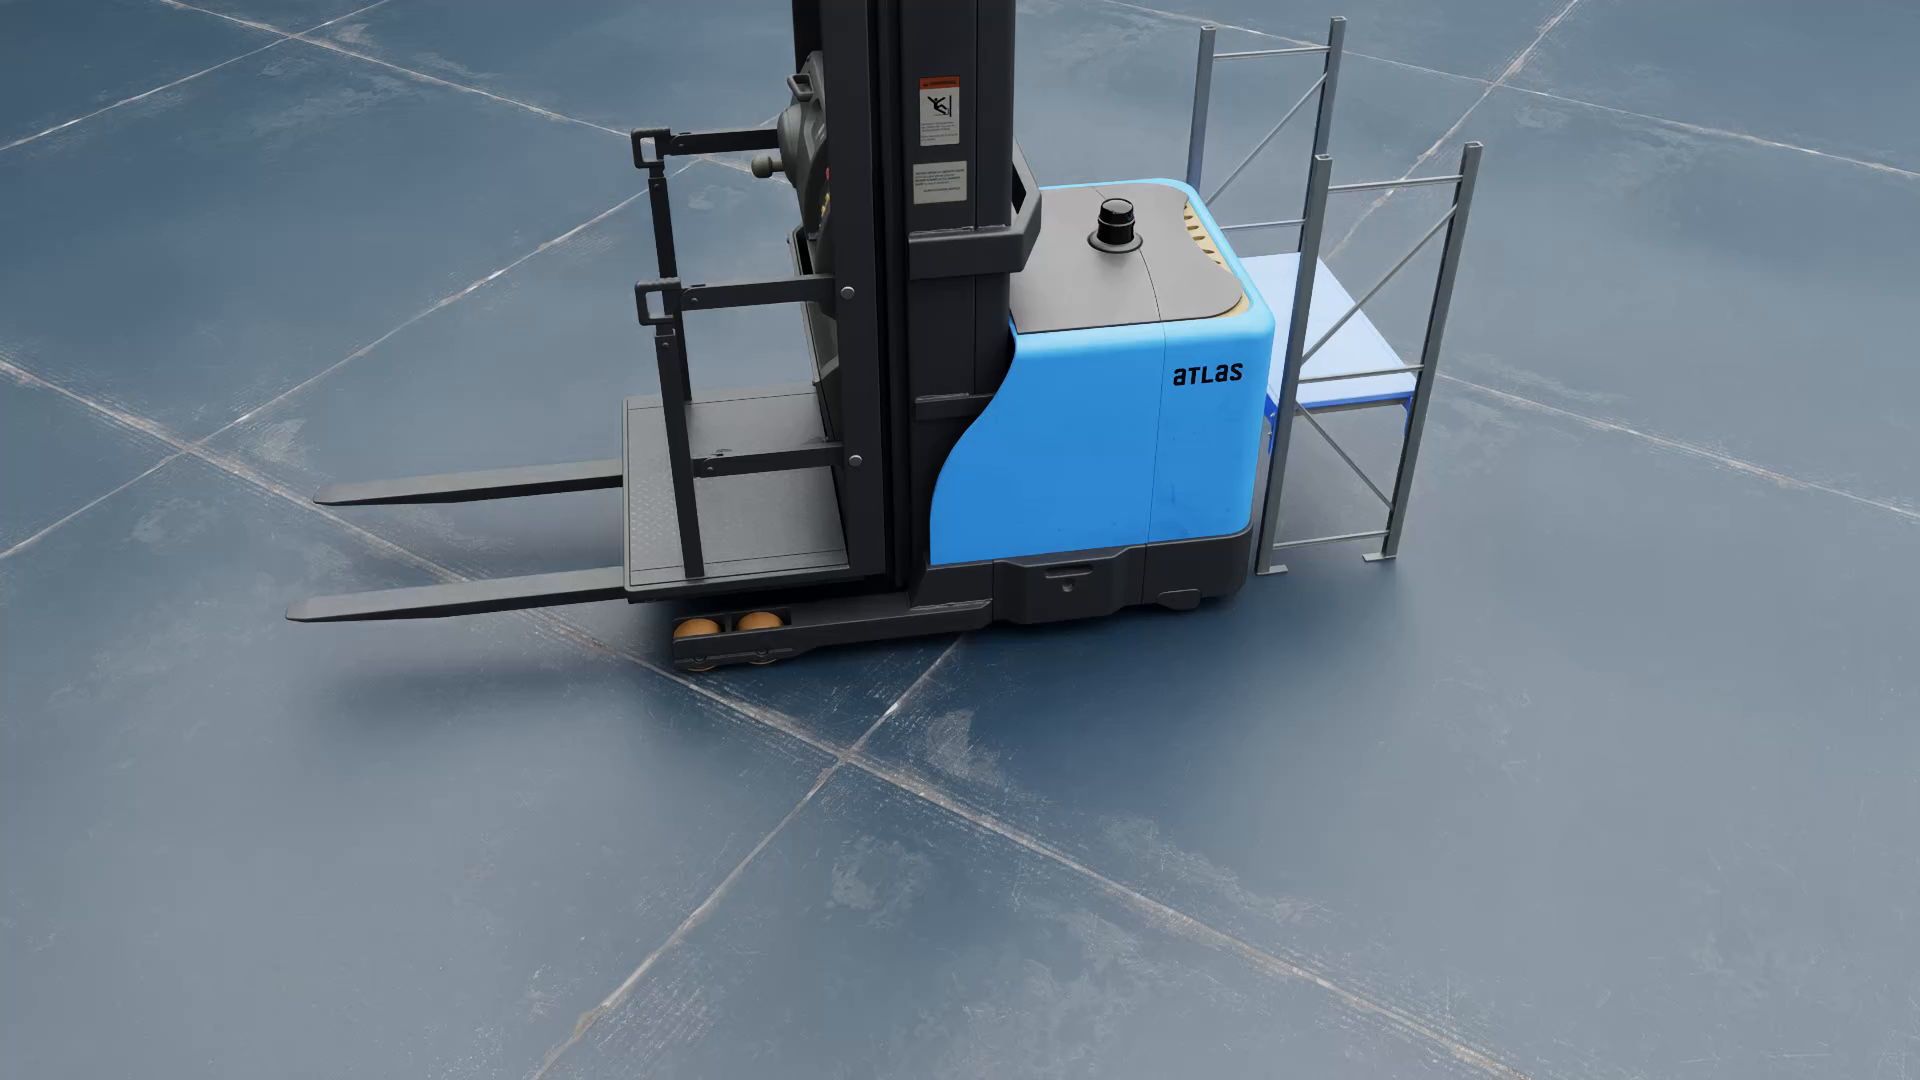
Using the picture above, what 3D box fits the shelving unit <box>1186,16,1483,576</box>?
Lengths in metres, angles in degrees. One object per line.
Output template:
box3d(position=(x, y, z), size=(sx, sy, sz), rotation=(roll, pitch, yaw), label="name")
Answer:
box3d(position=(1.141, -0.816, 5.577), size=(0.538, 1.500, 1.048), rotation=(-7, 38, -10), label="shelving unit")

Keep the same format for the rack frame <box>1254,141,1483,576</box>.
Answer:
box3d(position=(1.244, -0.512, 5.183), size=(0.500, 1.500, 0.032), rotation=(-7, 38, -10), label="rack frame")

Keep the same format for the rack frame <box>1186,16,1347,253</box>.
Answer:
box3d(position=(1.037, -1.120, 5.972), size=(0.500, 1.500, 0.032), rotation=(-7, 38, -10), label="rack frame")

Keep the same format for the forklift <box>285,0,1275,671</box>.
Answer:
box3d(position=(-0.622, -1.098, 4.773), size=(3.031, 2.935, 1.130), rotation=(-6, 38, -7), label="forklift")

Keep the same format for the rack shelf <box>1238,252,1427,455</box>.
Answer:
box3d(position=(1.139, -0.674, 5.687), size=(0.538, 0.185, 1.000), rotation=(-7, 38, -10), label="rack shelf")
